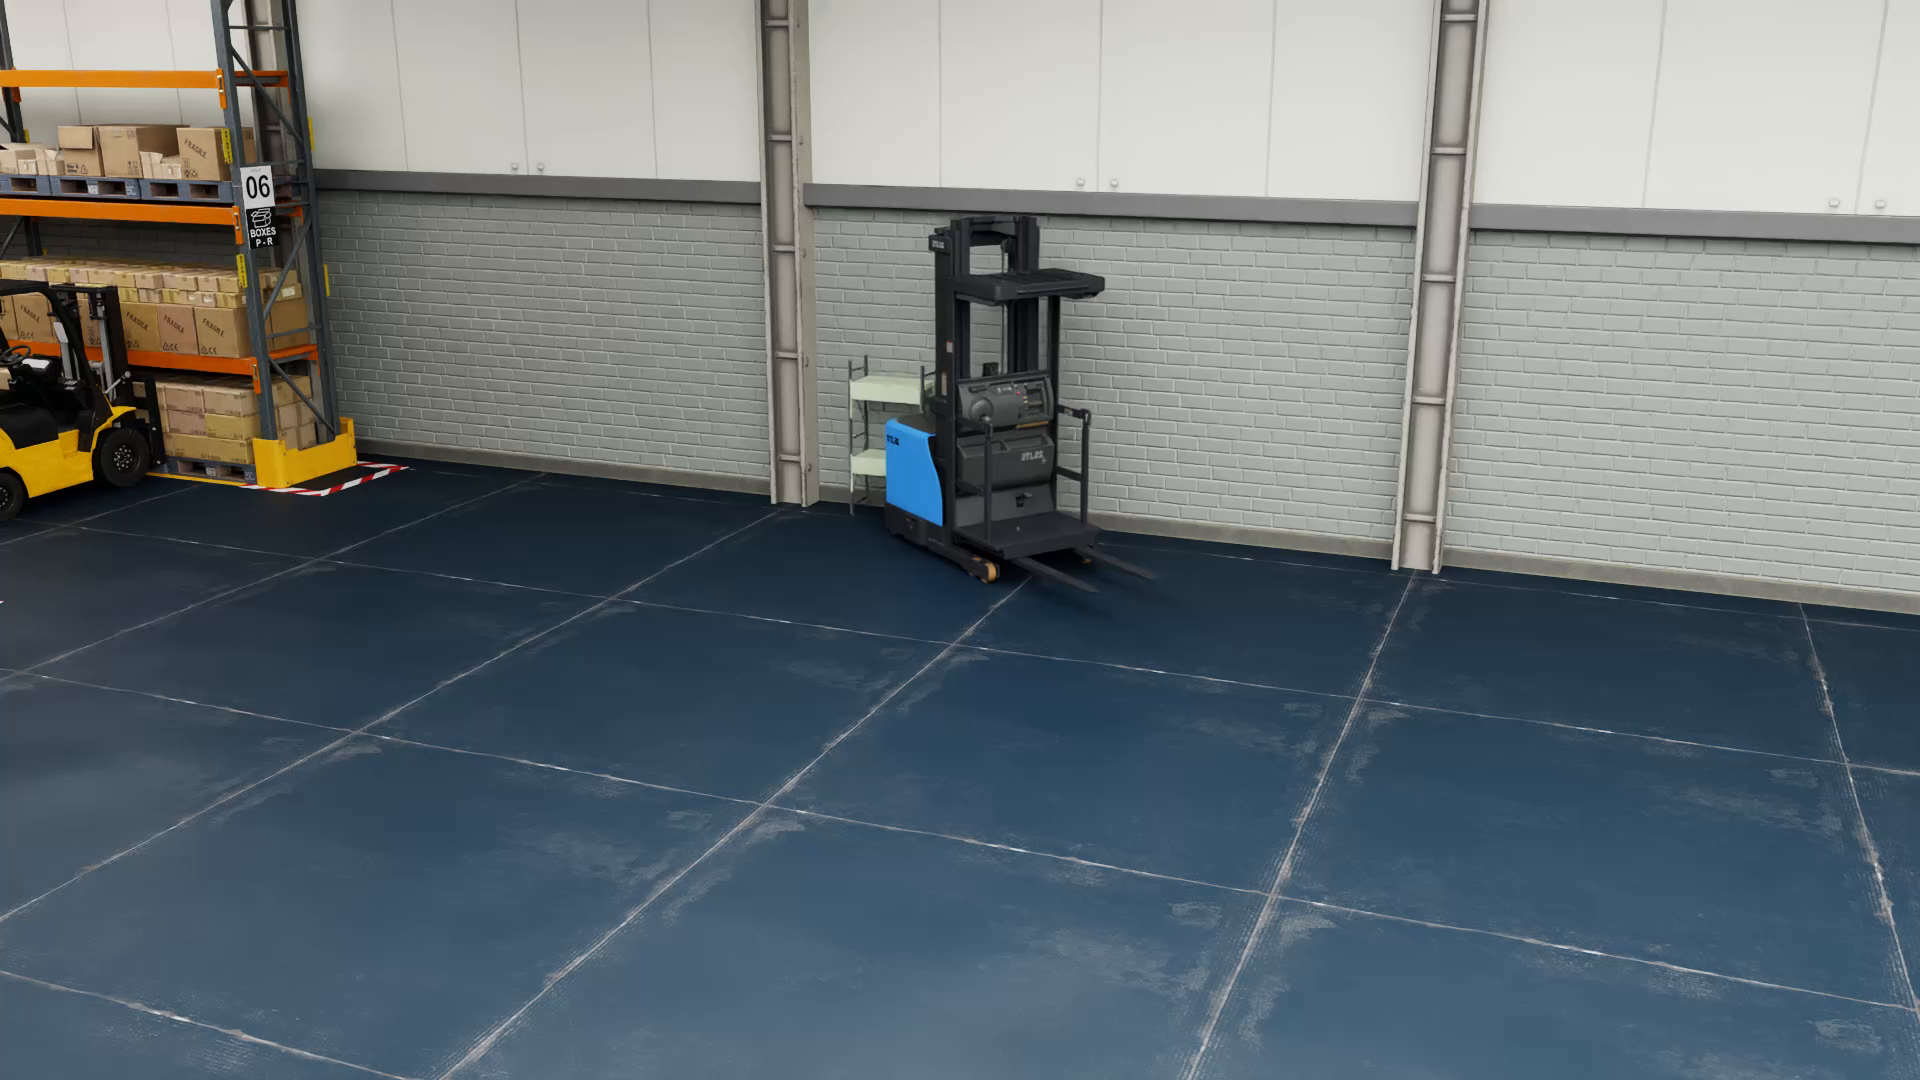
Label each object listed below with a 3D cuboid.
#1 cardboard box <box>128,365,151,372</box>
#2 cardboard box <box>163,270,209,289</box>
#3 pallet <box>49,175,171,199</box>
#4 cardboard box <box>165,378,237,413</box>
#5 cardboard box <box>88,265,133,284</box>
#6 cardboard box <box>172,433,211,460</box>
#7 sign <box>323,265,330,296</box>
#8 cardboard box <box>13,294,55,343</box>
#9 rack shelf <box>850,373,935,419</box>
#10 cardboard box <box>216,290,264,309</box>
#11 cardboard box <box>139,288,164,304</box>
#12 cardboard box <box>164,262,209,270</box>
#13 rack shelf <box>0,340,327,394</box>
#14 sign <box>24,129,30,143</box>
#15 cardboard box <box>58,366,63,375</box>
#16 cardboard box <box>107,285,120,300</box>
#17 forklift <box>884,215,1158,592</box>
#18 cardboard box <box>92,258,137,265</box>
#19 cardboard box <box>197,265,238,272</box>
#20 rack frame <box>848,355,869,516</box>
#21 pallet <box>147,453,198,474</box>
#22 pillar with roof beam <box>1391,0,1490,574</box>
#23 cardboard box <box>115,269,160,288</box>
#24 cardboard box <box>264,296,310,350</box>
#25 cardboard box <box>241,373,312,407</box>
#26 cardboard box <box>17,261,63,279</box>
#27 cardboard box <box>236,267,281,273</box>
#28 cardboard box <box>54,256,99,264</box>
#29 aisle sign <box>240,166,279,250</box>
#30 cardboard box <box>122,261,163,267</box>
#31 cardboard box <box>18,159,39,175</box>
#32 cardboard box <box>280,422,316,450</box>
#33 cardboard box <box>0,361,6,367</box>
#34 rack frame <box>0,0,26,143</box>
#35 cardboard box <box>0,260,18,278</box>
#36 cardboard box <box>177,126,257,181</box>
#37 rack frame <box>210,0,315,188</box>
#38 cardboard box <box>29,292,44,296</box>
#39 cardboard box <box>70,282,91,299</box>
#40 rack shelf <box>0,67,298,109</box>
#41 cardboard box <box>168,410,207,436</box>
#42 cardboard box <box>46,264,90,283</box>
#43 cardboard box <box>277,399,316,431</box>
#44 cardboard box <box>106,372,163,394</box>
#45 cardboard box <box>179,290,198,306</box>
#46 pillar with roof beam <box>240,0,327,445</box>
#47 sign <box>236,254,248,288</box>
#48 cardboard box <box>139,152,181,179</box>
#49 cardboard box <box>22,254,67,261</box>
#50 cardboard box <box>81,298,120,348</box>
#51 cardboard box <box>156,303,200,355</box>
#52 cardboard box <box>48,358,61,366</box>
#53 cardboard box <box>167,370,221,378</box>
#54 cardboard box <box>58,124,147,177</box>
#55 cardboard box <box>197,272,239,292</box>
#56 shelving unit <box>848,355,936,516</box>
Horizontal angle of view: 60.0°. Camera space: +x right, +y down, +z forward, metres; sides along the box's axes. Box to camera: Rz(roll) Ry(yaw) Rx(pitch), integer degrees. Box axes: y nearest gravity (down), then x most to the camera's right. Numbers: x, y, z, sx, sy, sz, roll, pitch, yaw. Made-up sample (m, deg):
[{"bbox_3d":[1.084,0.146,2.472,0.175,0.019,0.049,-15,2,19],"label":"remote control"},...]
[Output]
[{"bbox_3d":[-9.145,-1.801,18.381,0.500,0.250,0.500,6,17,21],"label":"cardboard box"},{"bbox_3d":[-8.004,-2.699,17.215,0.250,0.149,0.380,6,17,21],"label":"cardboard box"},{"bbox_3d":[-8.682,-3.735,17.437,1.213,0.211,1.003,6,17,21],"label":"pallet"},{"bbox_3d":[-7.915,-1.512,17.386,0.500,0.250,0.500,7,17,22],"label":"cardboard box"},{"bbox_3d":[-8.963,-2.803,17.573,0.250,0.149,0.380,6,17,21],"label":"cardboard box"},{"bbox_3d":[-7.907,-1.034,17.534,0.500,0.250,0.500,6,17,21],"label":"cardboard box"},{"bbox_3d":[-6.686,-2.730,17.504,0.005,0.325,0.100,6,17,21],"label":"sign"},{"bbox_3d":[-9.809,-2.428,17.979,0.500,0.500,0.500,7,17,22],"label":"cardboard box"},{"bbox_3d":[-0.625,-1.338,15.682,0.720,0.370,0.431,6,17,20],"label":"rack shelf"},{"bbox_3d":[-7.321,-2.456,16.909,0.250,0.149,0.380,7,17,21],"label":"cardboard box"},{"bbox_3d":[-8.280,-2.560,17.268,0.250,0.149,0.380,6,17,19],"label":"cardboard box"},{"bbox_3d":[-8.298,-2.886,17.860,0.250,0.149,0.380,6,17,19],"label":"cardboard box"},{"bbox_3d":[-8.756,-1.992,17.947,4.000,0.370,1.077,6,17,21],"label":"rack shelf"},{"bbox_3d":[-10.414,-4.413,18.546,0.005,0.325,0.100,6,17,21],"label":"sign"},{"bbox_3d":[-9.809,-1.718,18.097,0.500,0.250,0.500,6,17,21],"label":"cardboard box"},{"bbox_3d":[-8.722,-2.629,17.508,0.250,0.149,0.380,6,17,20],"label":"cardboard box"},{"bbox_3d":[0.509,-1.198,14.042,1.130,2.935,3.031,-10,19,-30],"label":"forklift"},{"bbox_3d":[-9.249,-2.990,18.215,0.250,0.149,0.380,6,17,20],"label":"cardboard box"},{"bbox_3d":[-7.836,-2.814,17.609,0.250,0.149,0.380,6,17,21],"label":"cardboard box"},{"bbox_3d":[-0.969,-0.999,15.912,0.023,1.500,0.400,6,17,20],"label":"rack frame"},{"bbox_3d":[-8.753,-0.987,18.194,1.213,0.211,1.003,6,17,21],"label":"pallet"},{"bbox_3d":[2.371,-2.975,9.282,0.400,9.000,9.100,6,17,21],"label":"pillar with roof beam"},{"bbox_3d":[-8.530,-2.722,17.294,0.250,0.149,0.380,7,17,22],"label":"cardboard box"},{"bbox_3d":[-7.254,-2.304,17.551,0.500,0.500,0.500,7,18,22],"label":"cardboard box"},{"bbox_3d":[-7.273,-1.593,17.666,0.500,0.250,0.500,6,17,20],"label":"cardboard box"},{"bbox_3d":[-9.912,-2.908,17.935,0.250,0.149,0.380,6,17,20],"label":"cardboard box"},{"bbox_3d":[-7.354,-2.769,17.455,0.250,0.149,0.380,7,18,23],"label":"cardboard box"},{"bbox_3d":[-9.739,-3.031,18.356,0.250,0.149,0.380,6,17,20],"label":"cardboard box"},{"bbox_3d":[-6.942,-3.299,16.494,0.004,0.787,0.394,6,17,21],"label":"aisle sign"},{"bbox_3d":[-8.805,-2.917,17.966,0.250,0.149,0.380,7,18,22],"label":"cardboard box"},{"bbox_3d":[-9.595,-3.909,17.396,0.250,0.149,0.380,7,18,22],"label":"cardboard box"},{"bbox_3d":[-7.280,-1.116,17.815,0.500,0.250,0.500,6,17,21],"label":"cardboard box"},{"bbox_3d":[-11.106,-1.654,18.998,0.625,0.625,0.875,7,18,23],"label":"cardboard box"},{"bbox_3d":[-10.616,-5.424,17.715,0.127,3.000,1.000,6,17,21],"label":"rack frame"},{"bbox_3d":[-10.429,-2.935,18.028,0.250,0.149,0.380,7,17,22],"label":"cardboard box"},{"bbox_3d":[-7.396,-3.854,16.576,0.500,0.500,0.500,7,18,22],"label":"cardboard box"},{"bbox_3d":[-6.895,-5.014,16.306,0.127,3.000,1.000,6,17,21],"label":"rack frame"},{"bbox_3d":[-9.720,-2.711,17.790,0.250,0.149,0.380,7,17,22],"label":"cardboard box"},{"bbox_3d":[-9.236,-2.663,17.623,0.250,0.149,0.380,6,17,19],"label":"cardboard box"},{"bbox_3d":[-8.756,-4.681,17.166,4.000,0.370,1.077,6,17,21],"label":"rack shelf"},{"bbox_3d":[-7.925,-1.277,17.476,0.500,0.250,0.500,6,17,20],"label":"cardboard box"},{"bbox_3d":[-9.458,-2.836,17.685,0.250,0.149,0.380,6,17,20],"label":"cardboard box"},{"bbox_3d":[-7.256,-1.357,17.748,0.500,0.250,0.500,7,17,22],"label":"cardboard box"},{"bbox_3d":[-8.857,-1.614,17.740,0.500,0.250,0.500,6,17,20],"label":"cardboard box"},{"bbox_3d":[-7.788,-2.517,17.119,0.250,0.149,0.380,7,17,22],"label":"cardboard box"},{"bbox_3d":[-8.792,-4.203,13.510,0.400,9.000,9.100,6,17,21],"label":"pillar with roof beam"},{"bbox_3d":[-7.107,-2.664,16.468,0.005,0.325,0.100,6,17,21],"label":"sign"},{"bbox_3d":[-8.013,-3.791,16.780,0.258,0.266,0.396,6,17,21],"label":"cardboard box"},{"bbox_3d":[-10.208,-3.091,18.563,0.250,0.149,0.380,6,17,21],"label":"cardboard box"},{"bbox_3d":[-8.877,-2.320,17.606,0.500,0.500,0.500,6,17,21],"label":"cardboard box"},{"bbox_3d":[-7.929,-2.219,17.258,0.500,0.500,0.500,7,18,22],"label":"cardboard box"},{"bbox_3d":[-10.088,-1.904,18.736,0.500,0.250,0.500,7,17,22],"label":"cardboard box"},{"bbox_3d":[-8.200,-1.697,18.024,0.500,0.250,0.500,6,17,20],"label":"cardboard box"},{"bbox_3d":[-8.843,-4.056,17.266,0.637,0.503,0.797,7,18,22],"label":"cardboard box"},{"bbox_3d":[-7.547,-2.635,16.993,0.250,0.149,0.380,6,17,21],"label":"cardboard box"},{"bbox_3d":[-0.627,-0.962,15.787,0.755,1.500,0.431,6,17,20],"label":"shelving unit"}]
